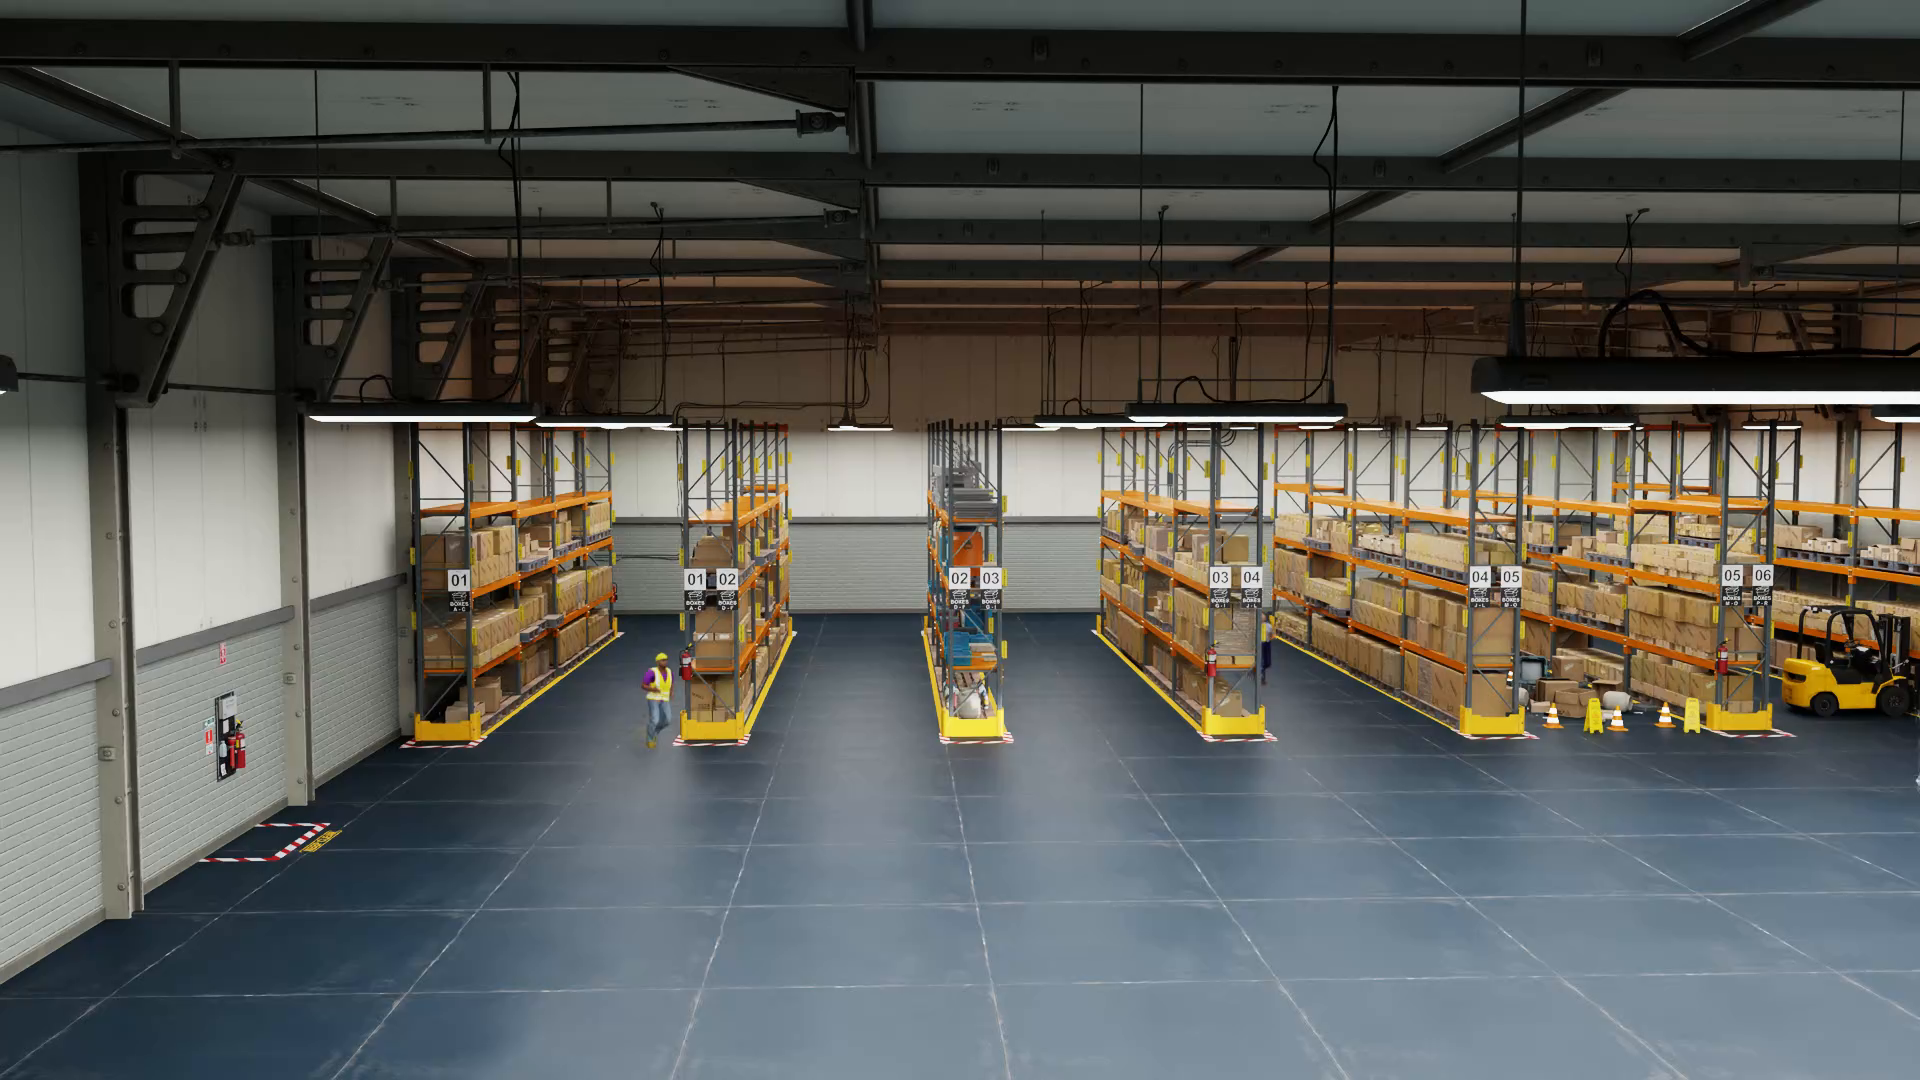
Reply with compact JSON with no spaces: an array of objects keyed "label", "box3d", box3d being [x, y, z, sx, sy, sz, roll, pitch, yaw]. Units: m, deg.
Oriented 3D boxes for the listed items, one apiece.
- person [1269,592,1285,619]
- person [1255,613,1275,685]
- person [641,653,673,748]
[{"label":"person","box3d":[9.389,1.716,49.187,0.552,1.698,0.774,2,4,28]},{"label":"person","box3d":[6.923,2.476,38.140,0.620,1.603,0.843,-1,4,-9]},{"label":"person","box3d":[-5.448,2.919,30.337,0.713,1.710,0.595,-3,5,-39]}]
